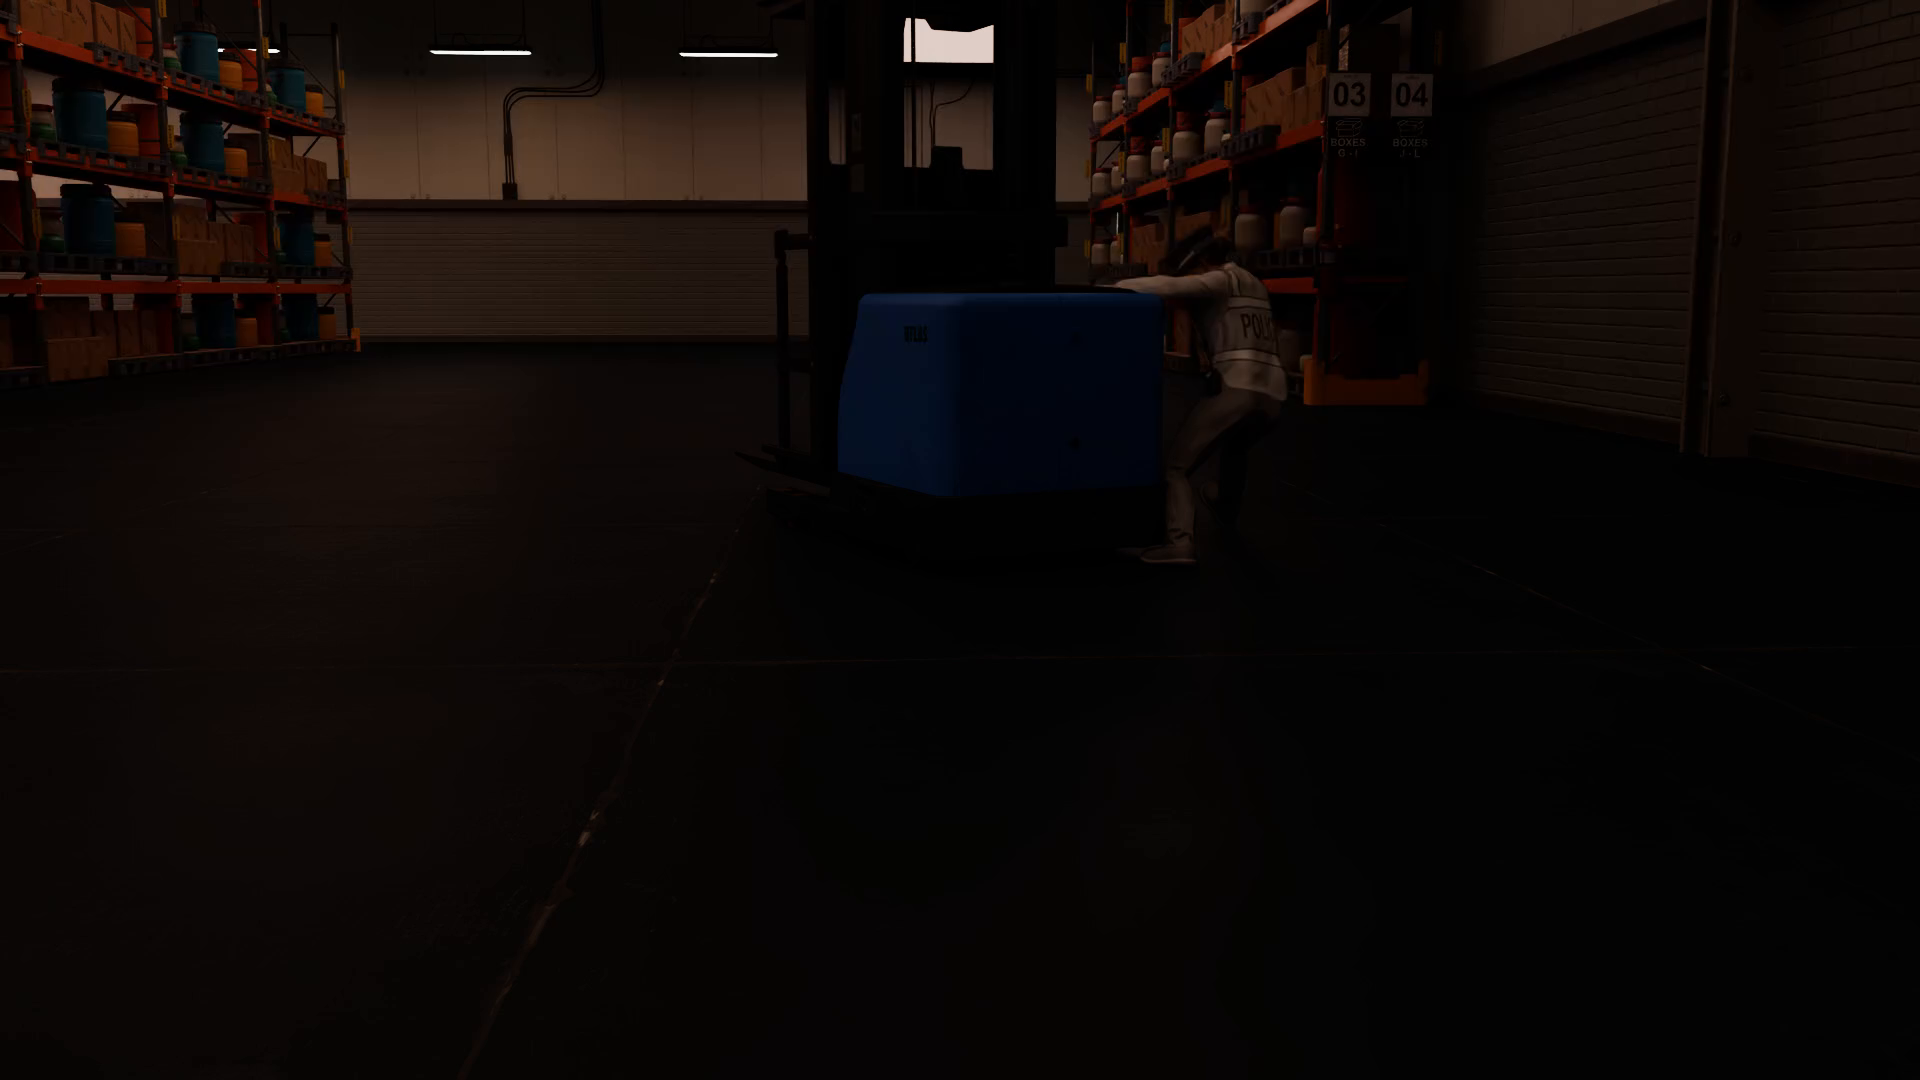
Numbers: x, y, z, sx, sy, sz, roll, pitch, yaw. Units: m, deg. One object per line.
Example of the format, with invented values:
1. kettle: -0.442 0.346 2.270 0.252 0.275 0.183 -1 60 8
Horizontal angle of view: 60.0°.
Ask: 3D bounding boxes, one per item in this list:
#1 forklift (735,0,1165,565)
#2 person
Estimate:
1. forklift: -0.264 -1.530 7.637 1.130 2.935 3.031 -4 9 -25
2. person: 1.033 -0.648 7.093 1.145 1.374 0.922 -7 11 -38
